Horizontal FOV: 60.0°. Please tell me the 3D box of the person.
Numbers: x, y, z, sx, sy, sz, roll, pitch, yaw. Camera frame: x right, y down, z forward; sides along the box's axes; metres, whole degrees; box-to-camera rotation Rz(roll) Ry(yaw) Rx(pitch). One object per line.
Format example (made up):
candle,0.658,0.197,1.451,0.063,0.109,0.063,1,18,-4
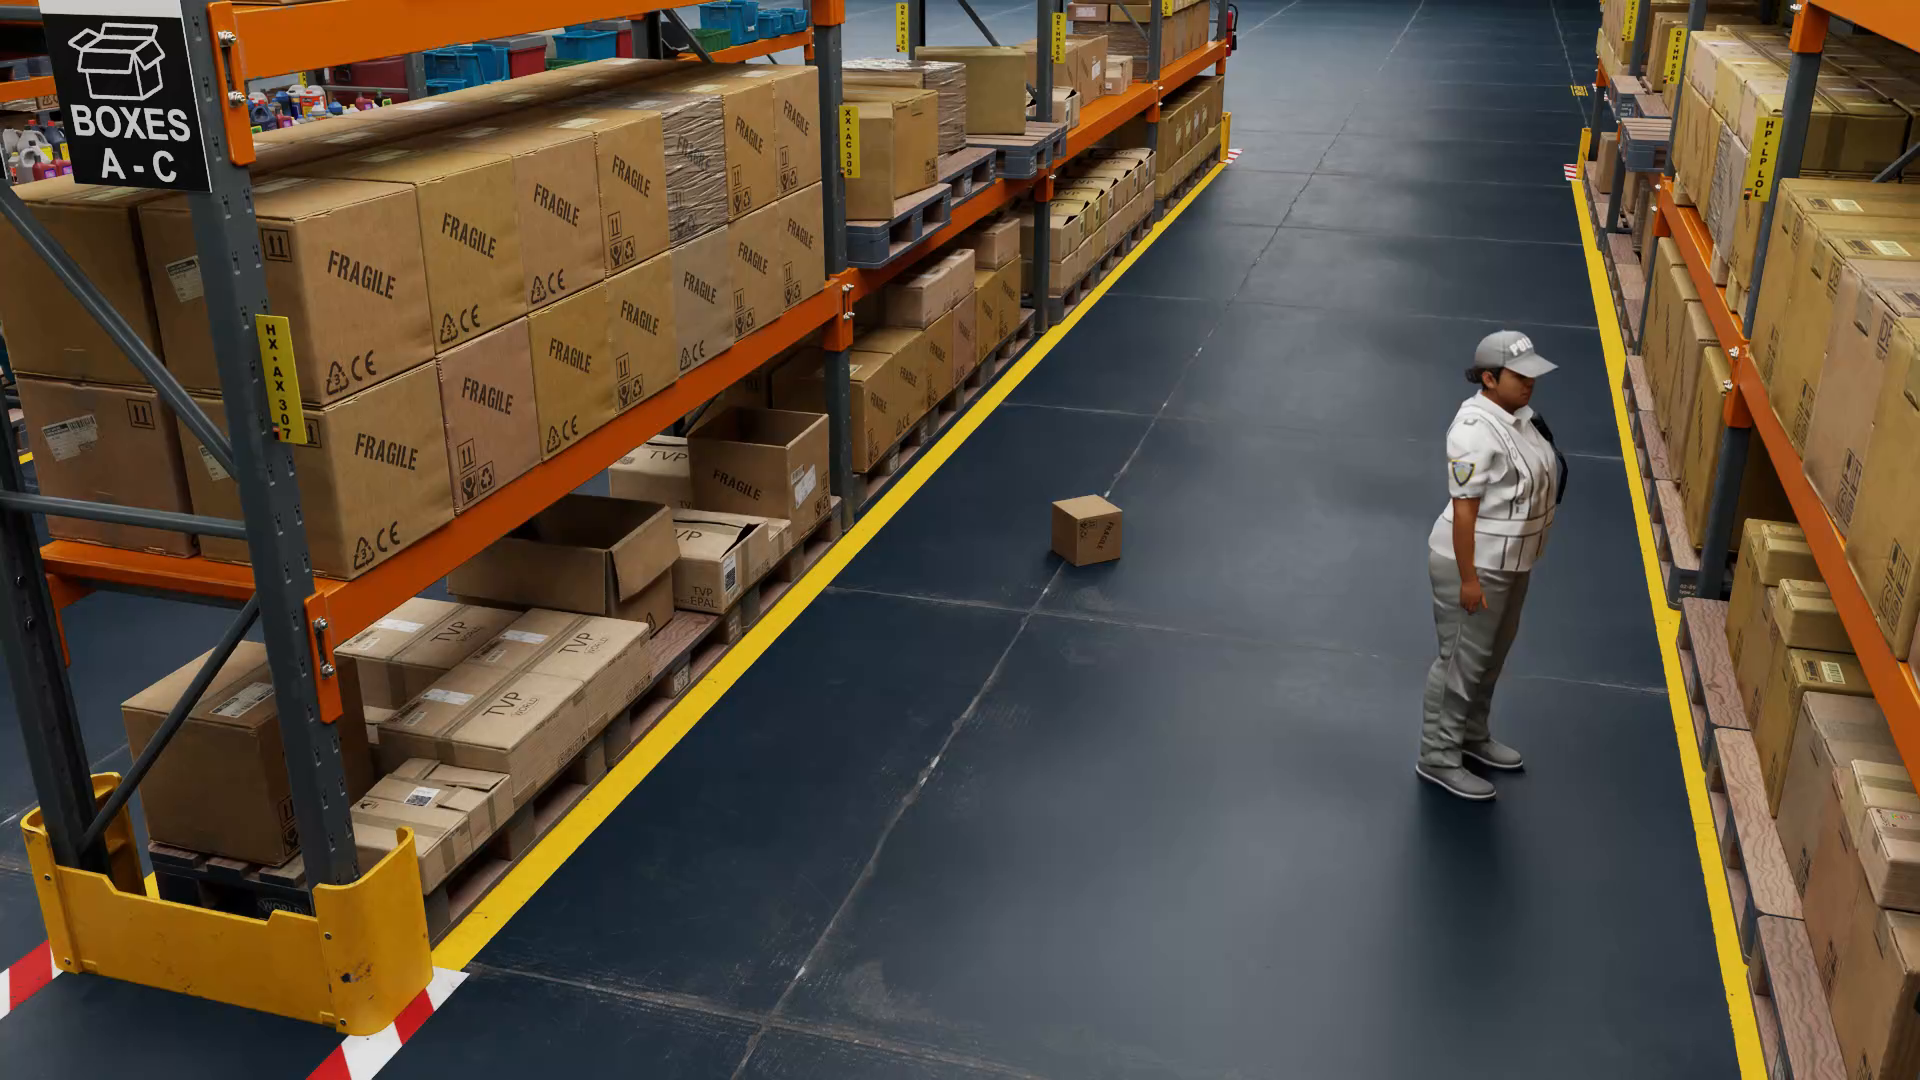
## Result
person,1.860,0.079,5.873,0.383,1.673,0.474,15,27,33
